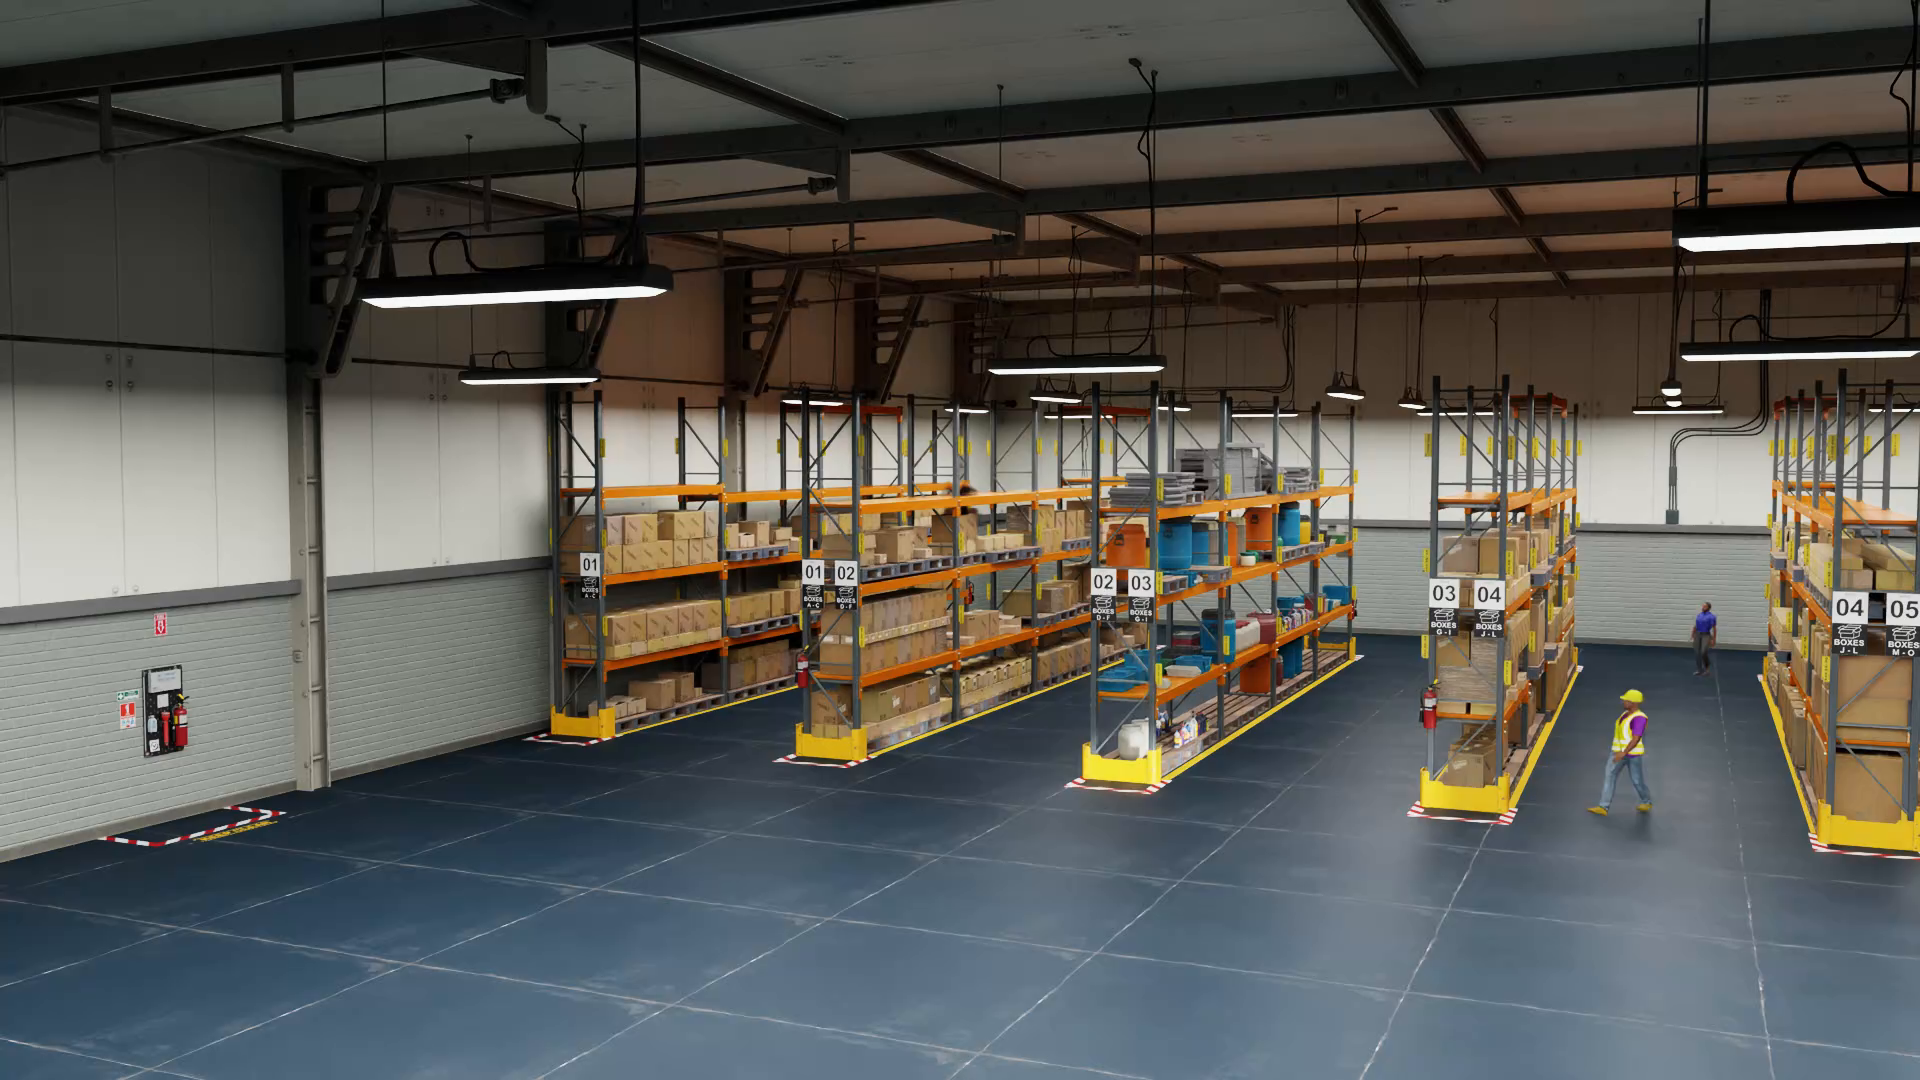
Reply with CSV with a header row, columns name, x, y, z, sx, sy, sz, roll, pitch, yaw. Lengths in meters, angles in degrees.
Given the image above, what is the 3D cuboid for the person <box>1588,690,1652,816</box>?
name,x,y,z,sx,sy,sz,roll,pitch,yaw
person,9.043,2.892,22.572,1.065,1.708,0.531,-2,4,-38

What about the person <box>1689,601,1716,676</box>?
name,x,y,z,sx,sy,sz,roll,pitch,yaw
person,16.189,2.156,36.290,0.441,1.642,0.534,-2,4,-37
